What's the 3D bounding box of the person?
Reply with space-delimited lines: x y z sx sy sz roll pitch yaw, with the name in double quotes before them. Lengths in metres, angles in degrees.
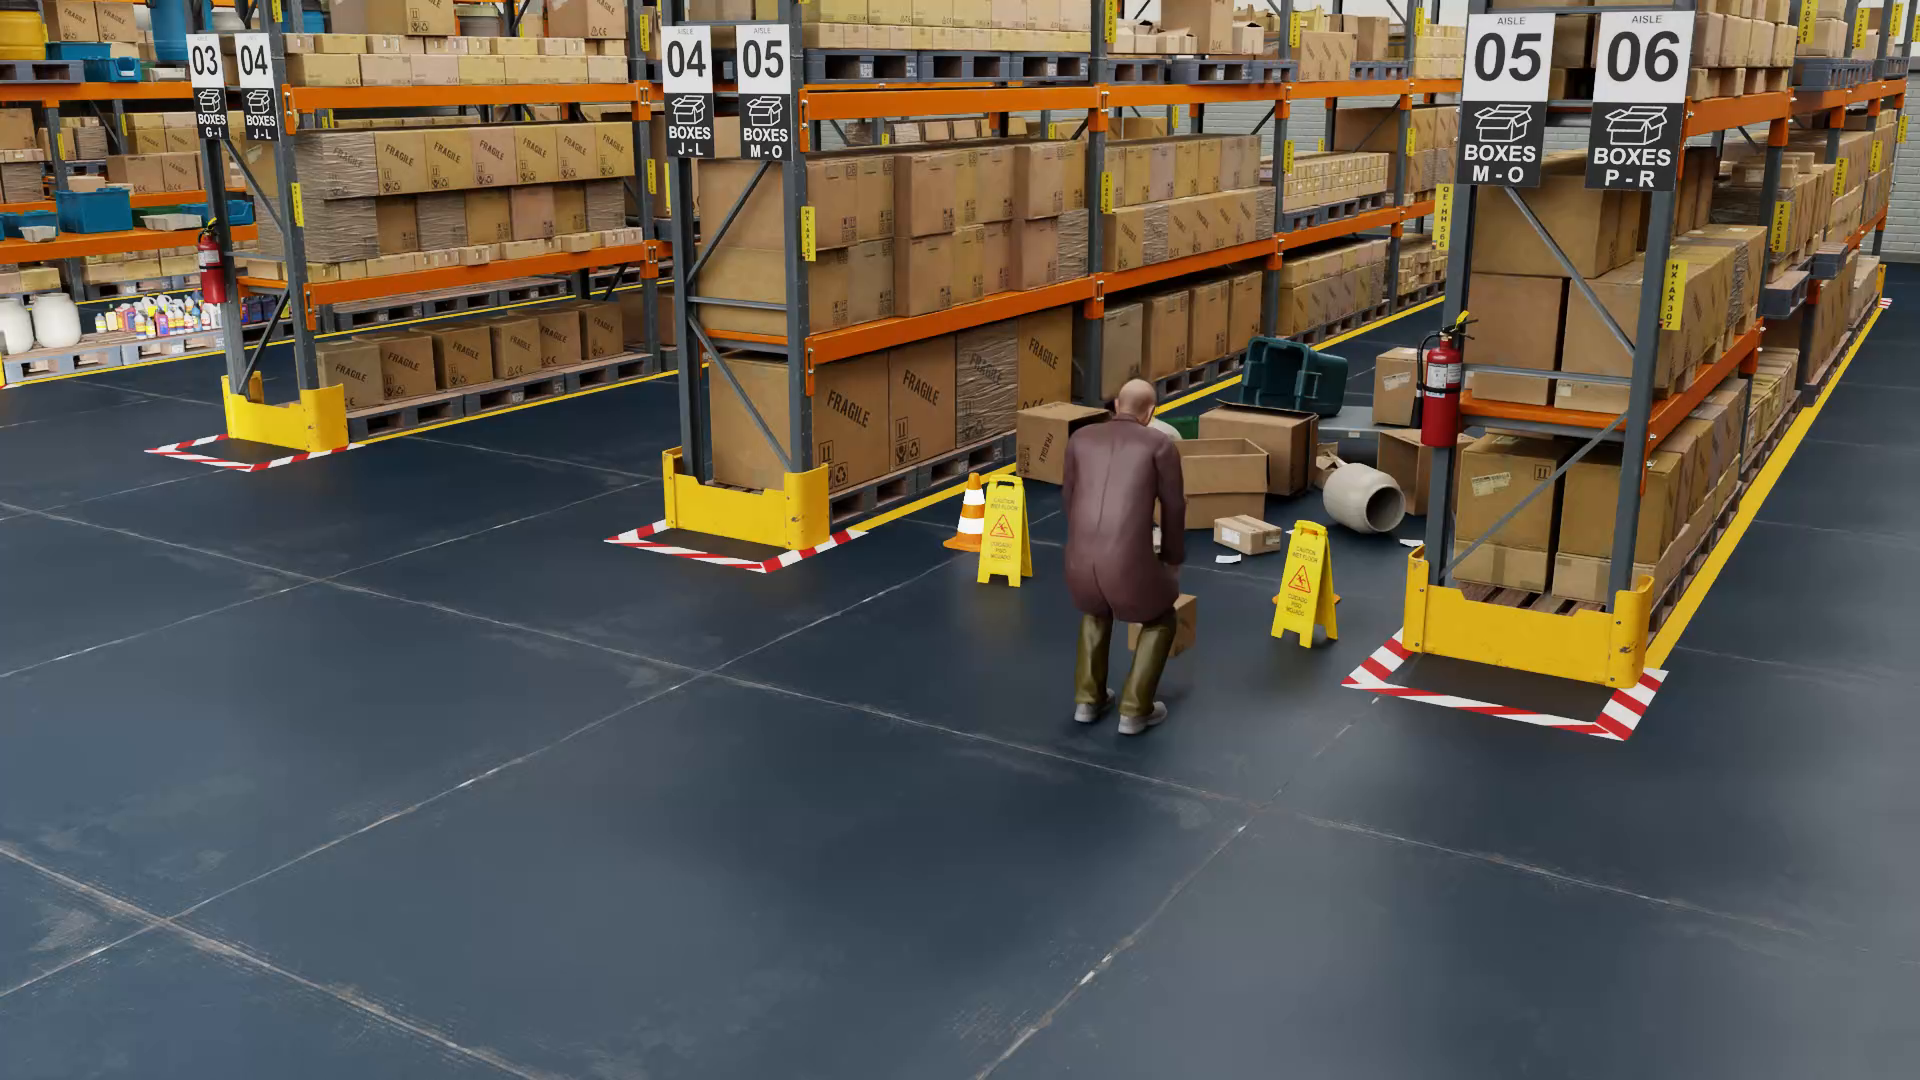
"person" 0.721 0.077 7.658 0.623 1.582 0.588 10 19 31
